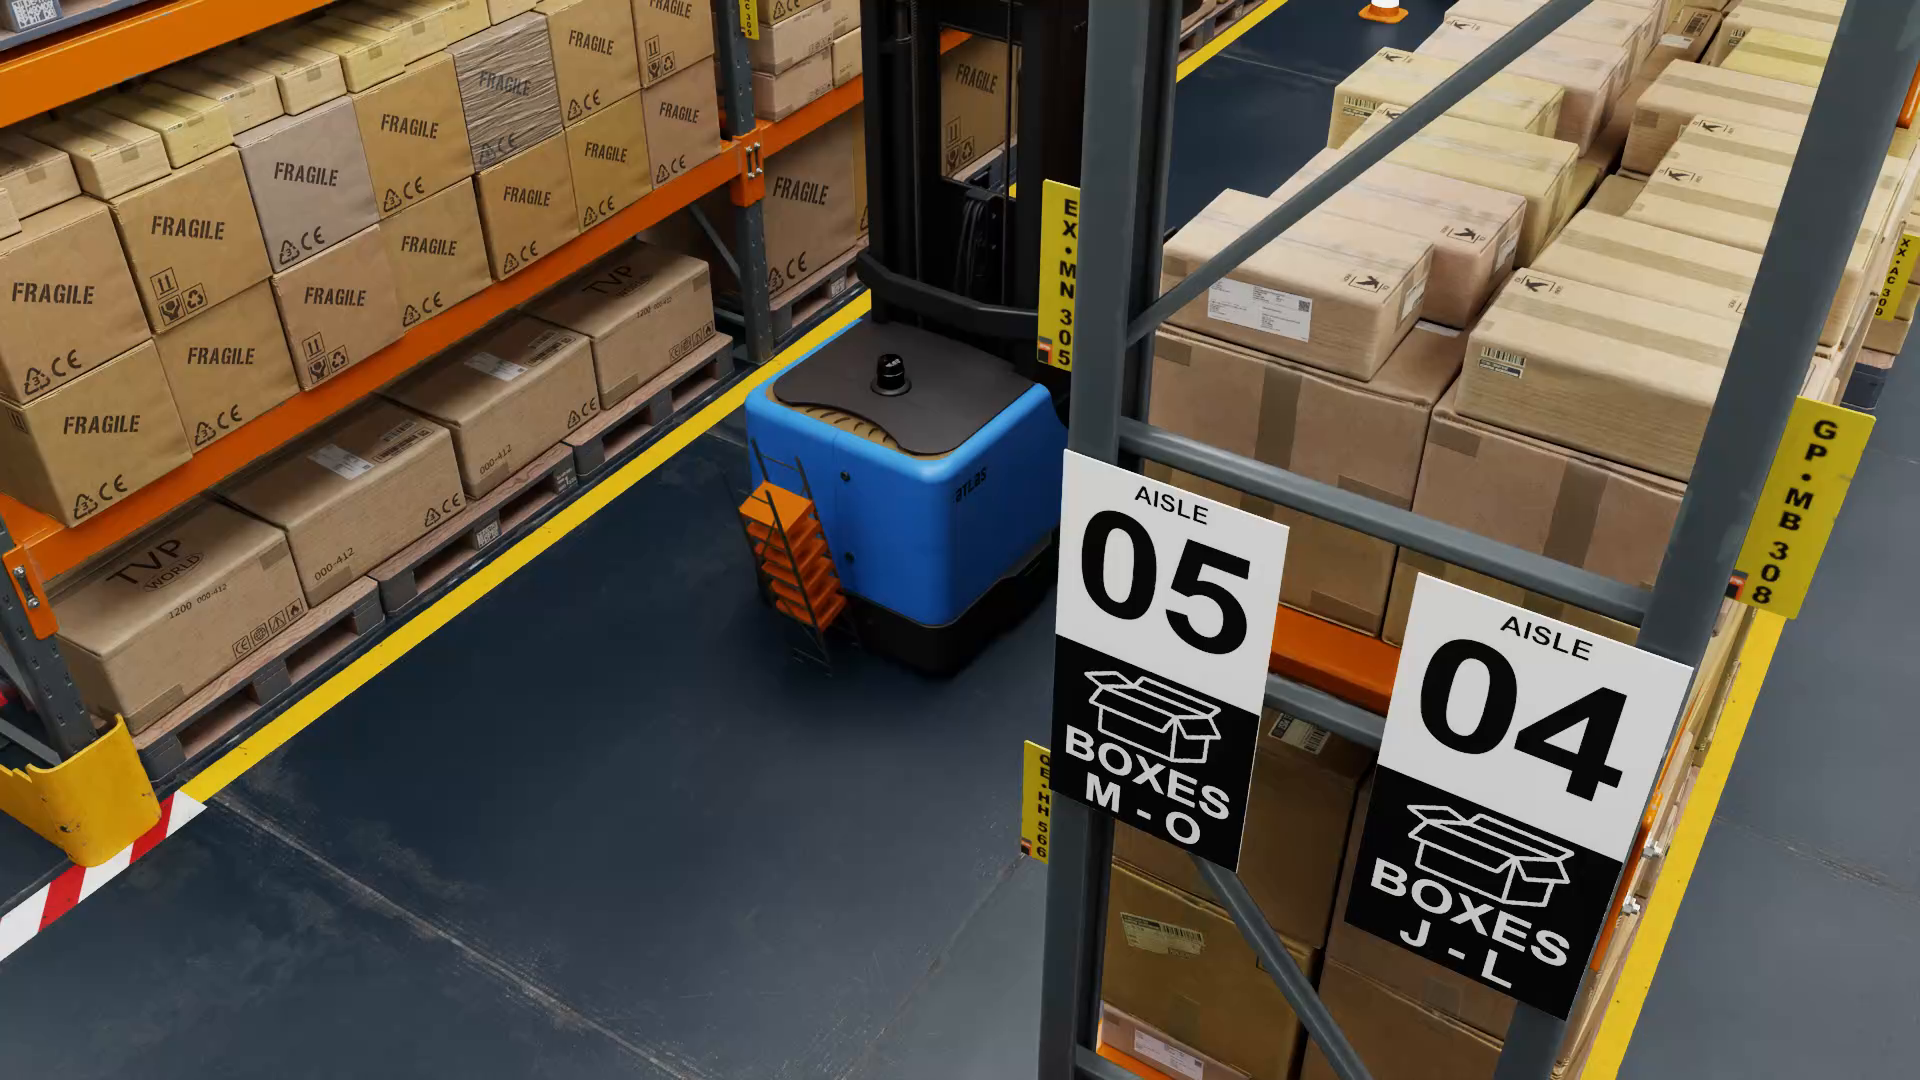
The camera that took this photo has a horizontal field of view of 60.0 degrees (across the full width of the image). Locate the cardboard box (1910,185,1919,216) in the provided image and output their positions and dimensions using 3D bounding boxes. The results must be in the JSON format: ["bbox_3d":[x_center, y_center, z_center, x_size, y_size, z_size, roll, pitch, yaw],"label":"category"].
[{"bbox_3d":[3.516,-1.244,6.282,0.380,0.149,0.250,22,43,26],"label":"cardboard box"}]

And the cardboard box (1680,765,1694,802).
[{"bbox_3d":[2.553,0.797,6.250,0.380,0.149,0.250,20,42,24],"label":"cardboard box"}]

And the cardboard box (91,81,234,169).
[{"bbox_3d":[-2.738,-1.430,5.716,0.380,0.149,0.250,20,42,24],"label":"cardboard box"}]

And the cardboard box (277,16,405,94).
[{"bbox_3d":[-2.314,-1.819,6.221,0.380,0.149,0.250,20,42,24],"label":"cardboard box"}]

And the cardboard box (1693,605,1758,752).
[{"bbox_3d":[1.656,0.098,4.022,0.500,0.500,0.500,20,42,24],"label":"cardboard box"}]

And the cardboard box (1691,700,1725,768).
[{"bbox_3d":[2.609,0.655,6.190,0.380,0.149,0.250,20,42,24],"label":"cardboard box"}]

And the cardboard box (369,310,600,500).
[{"bbox_3d":[-2.368,-0.712,7.971,0.875,0.438,0.875,20,42,24],"label":"cardboard box"}]

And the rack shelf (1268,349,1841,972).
[{"bbox_3d":[1.701,-0.615,4.224,1.077,0.370,4.000,21,42,25],"label":"rack shelf"}]

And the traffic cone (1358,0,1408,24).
[{"bbox_3d":[3.342,-4.333,12.991,0.336,0.463,0.334,21,42,25],"label":"traffic cone"}]

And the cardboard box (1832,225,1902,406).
[{"bbox_3d":[2.476,-0.698,5.054,0.500,0.500,0.500,20,42,24],"label":"cardboard box"}]

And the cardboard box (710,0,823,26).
[{"bbox_3d":[-0.983,-2.879,8.127,0.500,0.500,0.500,22,43,26],"label":"cardboard box"}]

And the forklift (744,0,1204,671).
[{"bbox_3d":[0.354,-1.473,7.261,1.130,2.935,3.031,23,43,27],"label":"forklift"}]

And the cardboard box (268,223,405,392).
[{"bbox_3d":[-2.570,-0.968,6.466,0.500,0.500,0.500,21,42,25],"label":"cardboard box"}]

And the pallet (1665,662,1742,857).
[{"bbox_3d":[2.442,0.719,6.645,1.003,0.211,1.213,21,42,25],"label":"pallet"}]

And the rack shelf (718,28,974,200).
[{"bbox_3d":[-0.390,-3.057,9.847,1.077,0.370,4.000,21,42,25],"label":"rack shelf"}]

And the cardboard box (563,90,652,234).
[{"bbox_3d":[-1.765,-1.760,7.495,0.500,0.500,0.500,20,42,24],"label":"cardboard box"}]

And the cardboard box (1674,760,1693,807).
[{"bbox_3d":[2.299,0.806,5.752,0.380,0.149,0.250,19,42,23],"label":"cardboard box"}]

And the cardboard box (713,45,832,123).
[{"bbox_3d":[-1.003,-2.391,8.518,0.500,0.250,0.500,20,42,24],"label":"cardboard box"}]

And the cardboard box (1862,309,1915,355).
[{"bbox_3d":[3.372,-0.863,6.274,0.380,0.149,0.250,19,42,23],"label":"cardboard box"}]

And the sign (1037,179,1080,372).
[{"bbox_3d":[0.171,-0.412,2.645,0.100,0.325,0.005,21,42,25],"label":"sign"}]

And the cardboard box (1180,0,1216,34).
[{"bbox_3d":[1.381,-4.169,12.510,0.950,0.372,0.625,20,42,24],"label":"cardboard box"}]

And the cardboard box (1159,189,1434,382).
[{"bbox_3d":[0.559,-0.433,2.785,0.380,0.149,0.250,21,42,25],"label":"cardboard box"}]

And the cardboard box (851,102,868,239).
[{"bbox_3d":[-0.719,-2.449,9.867,0.875,0.875,0.875,22,43,26],"label":"cardboard box"}]

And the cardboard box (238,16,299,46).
[{"bbox_3d":[-2.788,-1.996,6.451,0.380,0.149,0.250,23,43,26],"label":"cardboard box"}]

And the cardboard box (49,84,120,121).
[{"bbox_3d":[-3.229,-1.607,5.946,0.380,0.149,0.250,22,43,26],"label":"cardboard box"}]

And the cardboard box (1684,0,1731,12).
[{"bbox_3d":[1.760,-1.390,4.353,0.500,0.250,0.500,22,43,26],"label":"cardboard box"}]

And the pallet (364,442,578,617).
[{"bbox_3d":[-2.588,-0.208,7.847,1.003,0.211,1.213,21,42,25],"label":"pallet"}]

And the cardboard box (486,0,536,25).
[{"bbox_3d":[-1.957,-2.237,6.763,0.380,0.149,0.250,21,42,25],"label":"cardboard box"}]

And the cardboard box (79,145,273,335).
[{"bbox_3d":[-2.836,-1.107,5.828,0.500,0.500,0.500,20,42,24],"label":"cardboard box"}]

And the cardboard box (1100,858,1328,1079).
[{"bbox_3d":[0.653,0.846,3.871,0.500,0.500,0.500,22,43,26],"label":"cardboard box"}]

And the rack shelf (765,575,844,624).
[{"bbox_3d":[-0.631,0.203,6.756,0.258,0.103,0.180,23,58,27],"label":"rack shelf"}]

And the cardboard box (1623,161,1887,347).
[{"bbox_3d":[1.354,-0.500,2.871,0.380,0.149,0.250,21,42,25],"label":"cardboard box"}]

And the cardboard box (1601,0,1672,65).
[{"bbox_3d":[1.402,-1.219,3.805,0.380,0.149,0.250,20,42,24],"label":"cardboard box"}]

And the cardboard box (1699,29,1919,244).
[{"bbox_3d":[1.913,-0.936,3.764,0.500,0.250,0.500,20,42,24],"label":"cardboard box"}]

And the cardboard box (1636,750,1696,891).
[{"bbox_3d":[1.641,0.488,4.335,0.500,0.500,0.500,22,43,26],"label":"cardboard box"}]

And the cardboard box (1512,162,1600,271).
[{"bbox_3d":[0.934,-0.593,3.318,0.500,0.250,0.500,20,42,24],"label":"cardboard box"}]

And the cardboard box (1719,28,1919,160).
[{"bbox_3d":[1.755,-0.897,3.387,0.380,0.149,0.250,23,43,26],"label":"cardboard box"}]

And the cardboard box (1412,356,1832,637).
[{"bbox_3d":[1.089,-0.154,2.750,0.500,0.250,0.500,22,43,26],"label":"cardboard box"}]

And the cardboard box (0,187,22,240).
[{"bbox_3d":[-3.181,-1.033,5.201,0.380,0.149,0.250,22,43,26],"label":"cardboard box"}]

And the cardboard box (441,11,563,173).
[{"bbox_3d":[-2.025,-1.888,6.841,0.500,0.500,0.500,22,43,26],"label":"cardboard box"}]

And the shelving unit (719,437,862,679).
[{"bbox_3d":[-0.655,0.098,6.631,0.258,1.200,0.189,23,58,27],"label":"shelving unit"}]

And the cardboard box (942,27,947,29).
[{"bbox_3d":[-0.163,-3.172,9.531,0.500,0.250,0.500,20,42,24],"label":"cardboard box"}]

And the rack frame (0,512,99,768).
[{"bbox_3d":[-3.605,-0.248,5.615,1.000,3.000,0.127,21,42,25],"label":"rack frame"}]

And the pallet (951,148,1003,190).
[{"bbox_3d":[-0.459,-2.260,10.509,1.003,0.211,1.213,21,42,25],"label":"pallet"}]

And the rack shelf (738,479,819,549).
[{"bbox_3d":[-0.703,-0.102,6.392,0.258,0.103,0.180,23,58,27],"label":"rack shelf"}]

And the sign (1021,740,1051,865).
[{"bbox_3d":[0.171,0.543,3.381,0.100,0.325,0.005,21,42,25],"label":"sign"}]

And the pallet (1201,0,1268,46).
[{"bbox_3d":[1.756,-4.297,13.151,1.003,0.211,1.213,21,42,25],"label":"pallet"}]

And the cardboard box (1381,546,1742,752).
[{"bbox_3d":[1.086,0.042,2.904,0.500,0.250,0.500,23,43,27],"label":"cardboard box"}]

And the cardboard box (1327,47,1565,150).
[{"bbox_3d":[0.961,-0.832,3.303,0.380,0.149,0.250,22,43,26],"label":"cardboard box"}]
